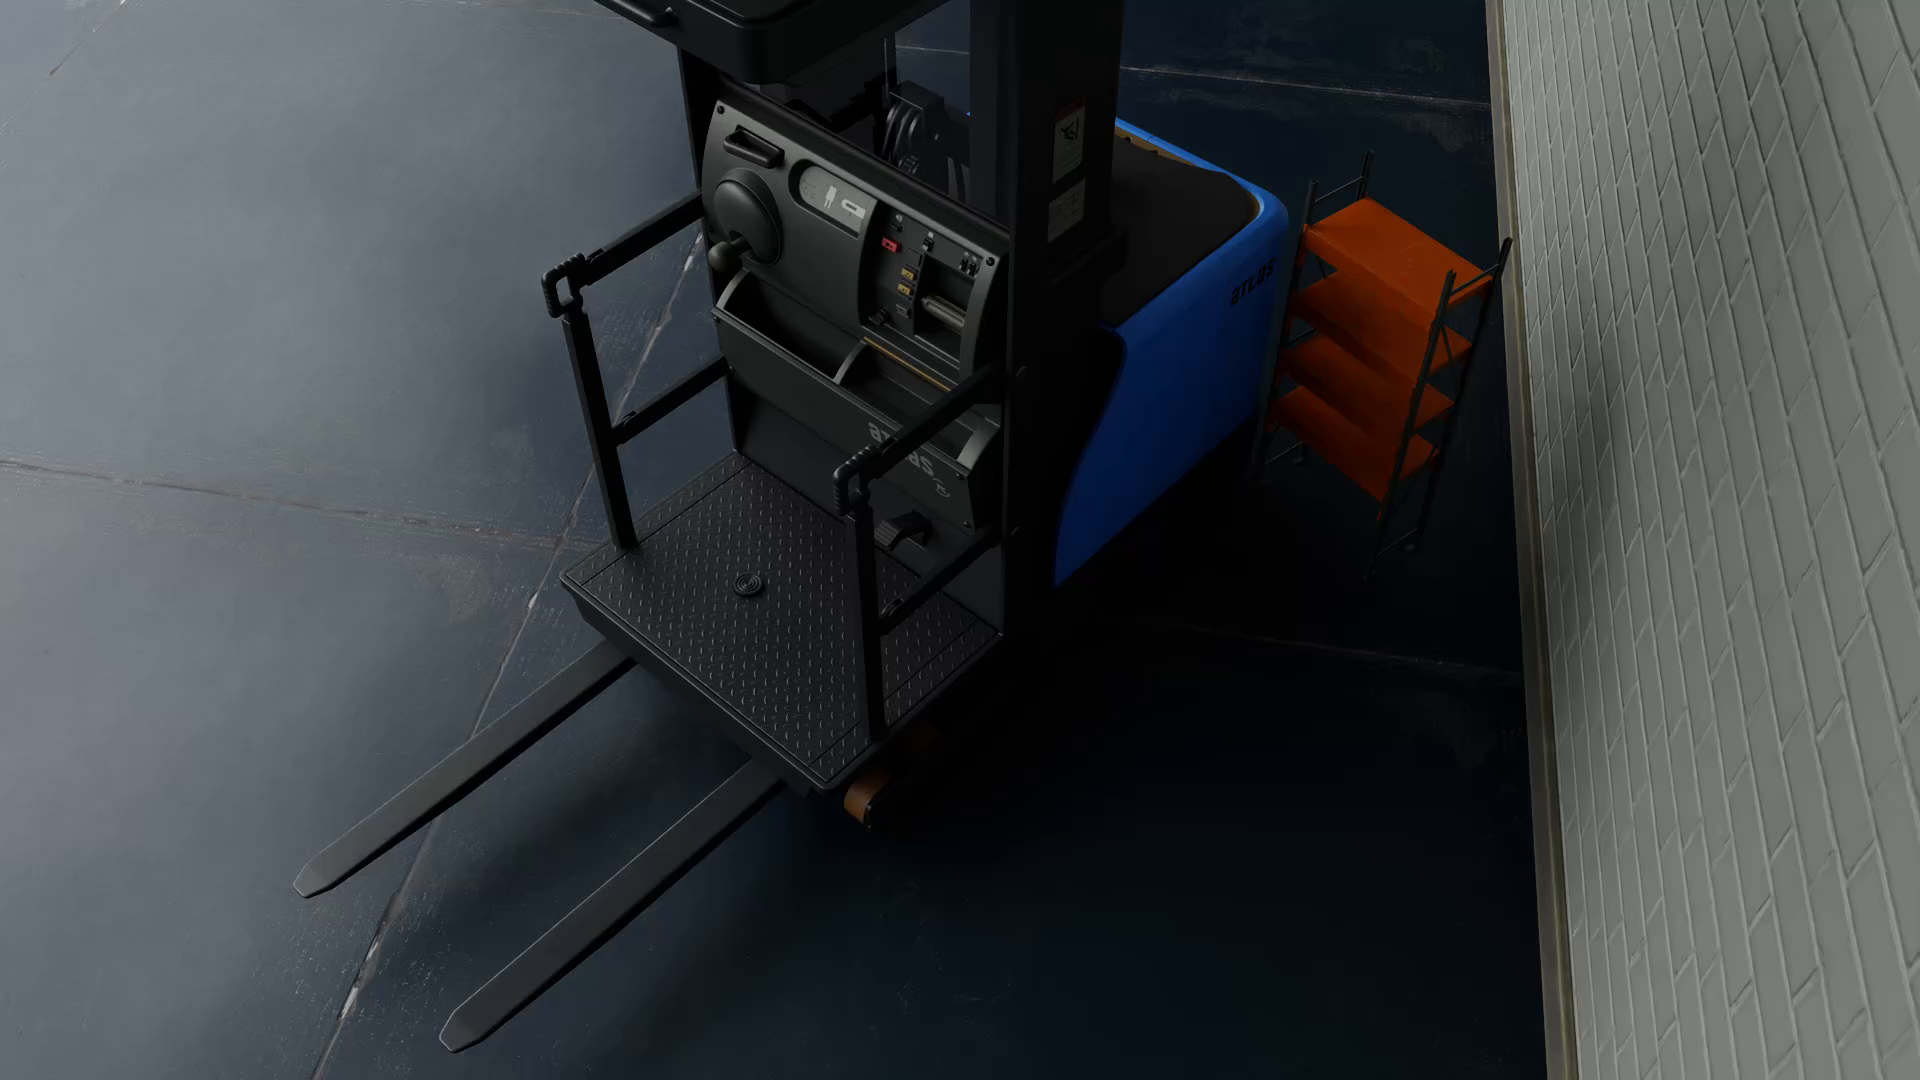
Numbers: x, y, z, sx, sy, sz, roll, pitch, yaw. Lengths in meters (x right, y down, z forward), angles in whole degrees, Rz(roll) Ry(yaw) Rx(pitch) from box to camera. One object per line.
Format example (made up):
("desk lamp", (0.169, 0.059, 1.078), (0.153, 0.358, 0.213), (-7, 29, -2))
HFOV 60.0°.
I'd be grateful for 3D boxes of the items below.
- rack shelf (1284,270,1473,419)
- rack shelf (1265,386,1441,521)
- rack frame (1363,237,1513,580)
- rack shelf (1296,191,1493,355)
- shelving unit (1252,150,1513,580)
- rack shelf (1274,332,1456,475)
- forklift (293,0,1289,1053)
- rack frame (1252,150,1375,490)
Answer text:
("rack shelf", (1.197, -0.583, 4.757), (0.258, 0.148, 0.480), (-30, 55, -24))
("rack shelf", (1.197, -0.301, 5.071), (0.258, 0.148, 0.480), (-30, 55, -24))
("rack frame", (1.346, -0.334, 4.744), (0.240, 1.200, 0.015), (-30, 55, -24))
("rack shelf", (1.197, -0.741, 4.581), (0.258, 0.148, 0.480), (-30, 55, -24))
("shelving unit", (1.197, -0.478, 4.873), (0.258, 1.200, 0.503), (-30, 55, -24))
("rack shelf", (1.197, -0.433, 4.923), (0.258, 0.148, 0.480), (-30, 55, -24))
("forklift", (-0.417, -0.636, 3.851), (1.130, 2.935, 3.031), (34, 56, 27))
("rack frame", (1.048, -0.622, 5.002), (0.240, 1.200, 0.015), (-30, 55, -24))
